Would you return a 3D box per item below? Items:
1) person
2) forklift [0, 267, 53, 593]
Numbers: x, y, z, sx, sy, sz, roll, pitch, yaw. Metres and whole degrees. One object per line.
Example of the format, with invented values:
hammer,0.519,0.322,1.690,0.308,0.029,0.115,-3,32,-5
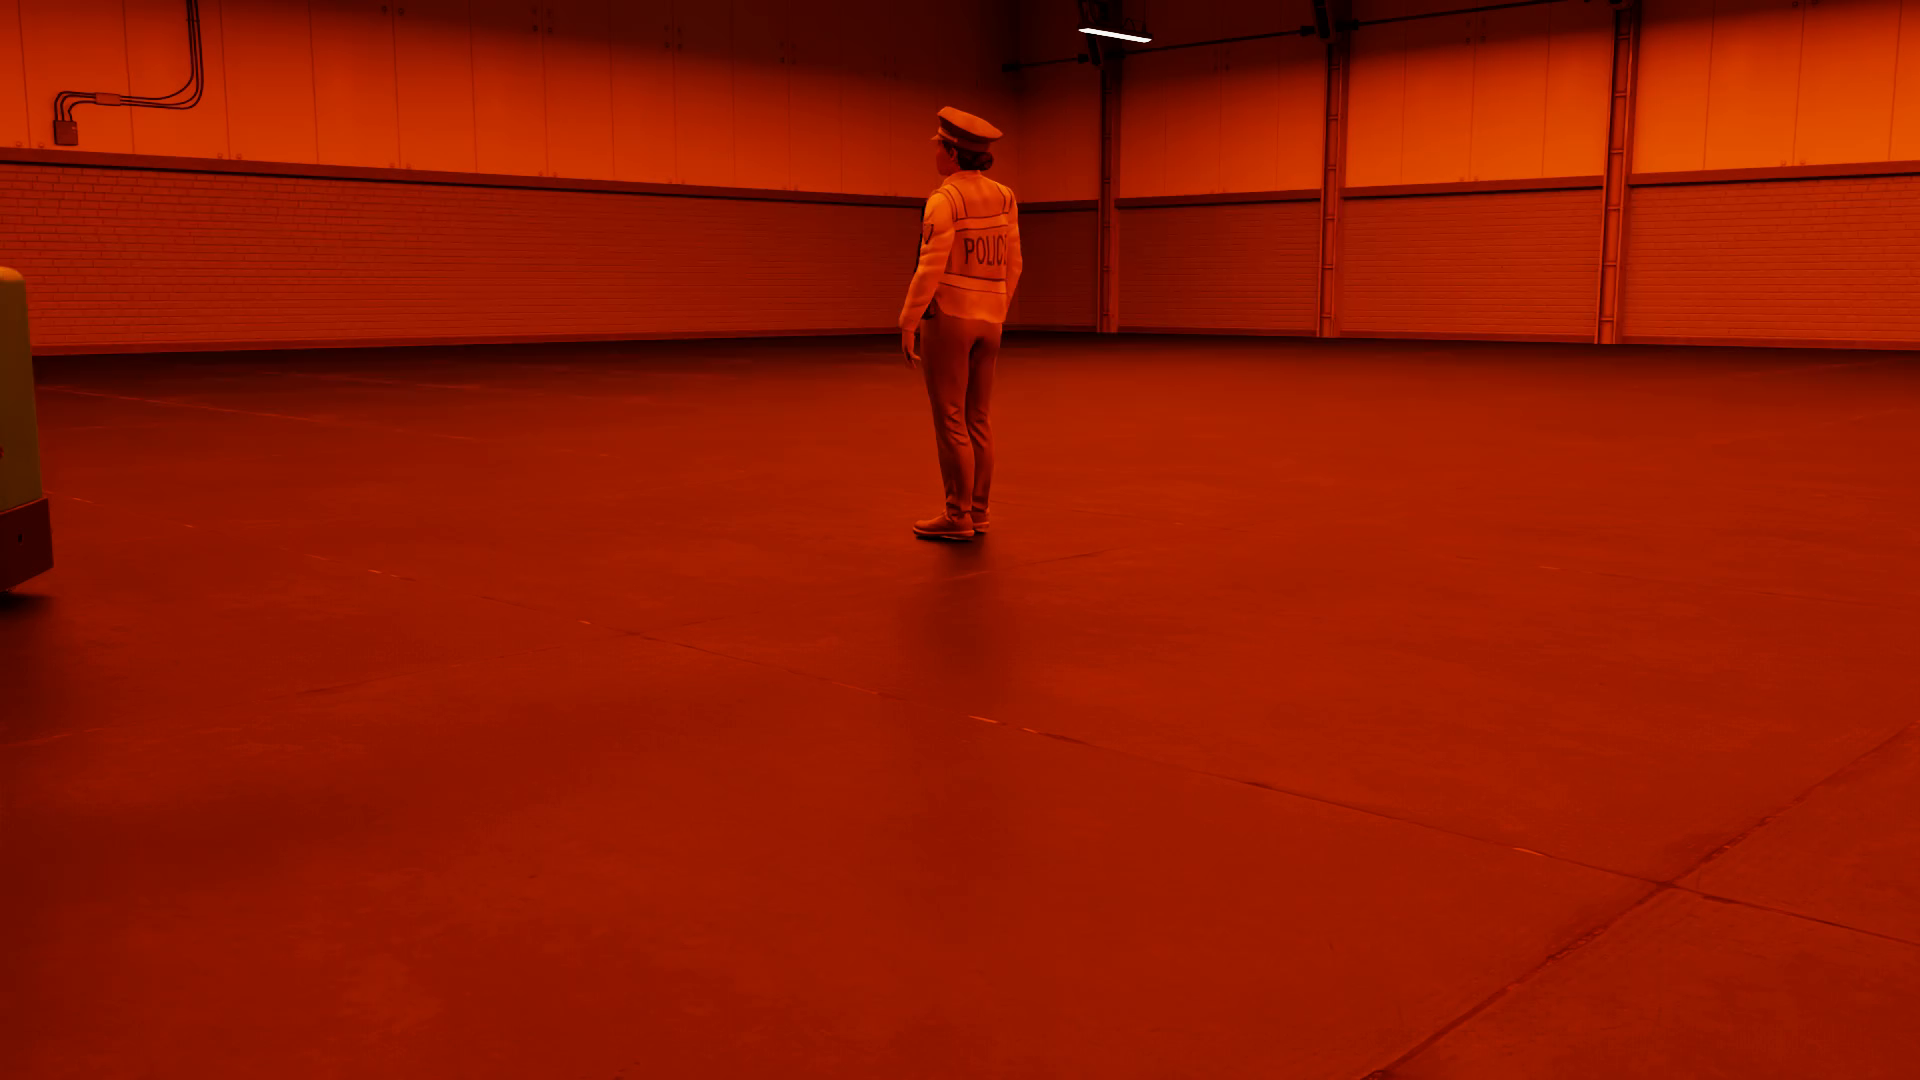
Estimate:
person,-0.045,-0.853,6.643,0.530,1.694,0.586,8,12,43
forklift,-4.465,-1.178,4.699,3.031,2.935,1.130,-2,9,-11
